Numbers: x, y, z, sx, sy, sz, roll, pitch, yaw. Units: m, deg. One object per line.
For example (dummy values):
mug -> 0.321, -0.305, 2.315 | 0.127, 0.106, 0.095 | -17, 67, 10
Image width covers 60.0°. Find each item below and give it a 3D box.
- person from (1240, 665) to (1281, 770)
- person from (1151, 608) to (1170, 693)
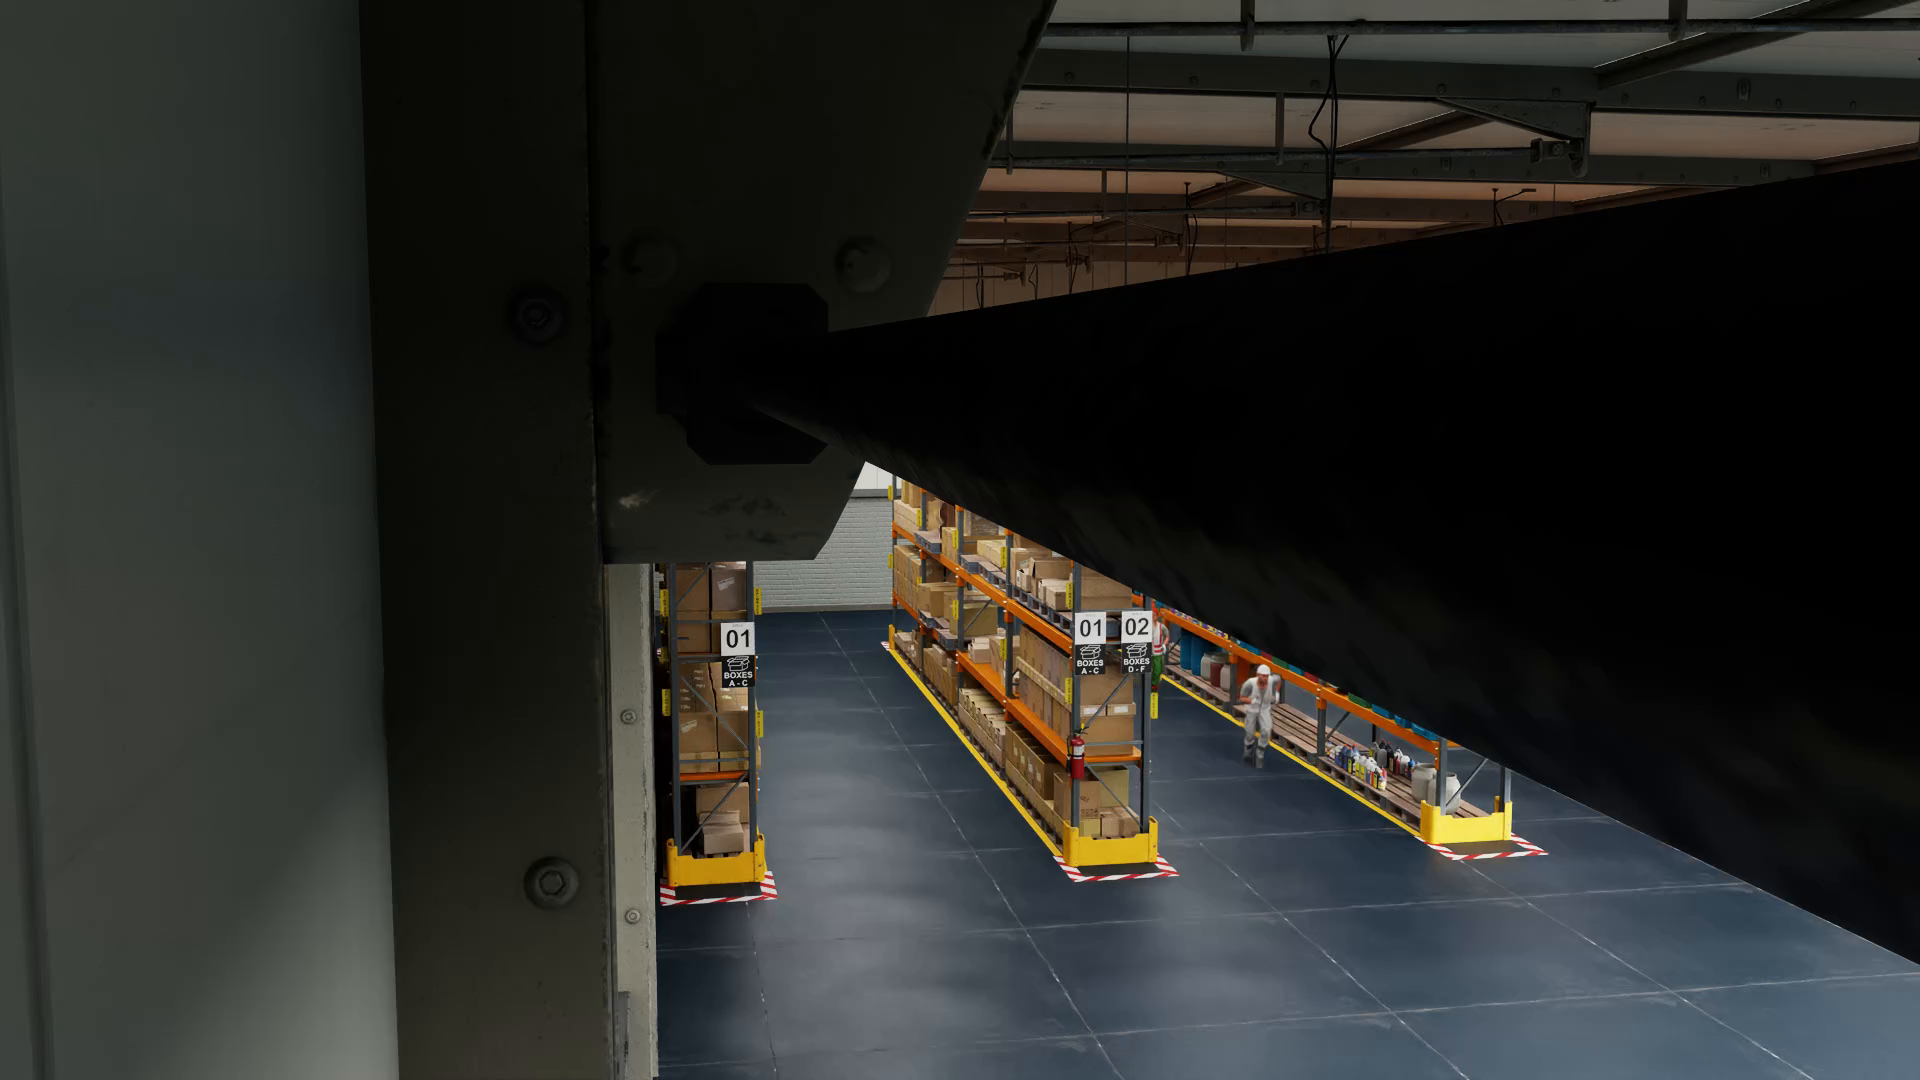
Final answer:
person -> 4.660, 2.722, 25.924 | 0.706, 1.689, 0.995 | -1, 6, -6
person -> 3.586, 2.123, 30.941 | 0.662, 1.746, 0.714 | 0, 6, 1
